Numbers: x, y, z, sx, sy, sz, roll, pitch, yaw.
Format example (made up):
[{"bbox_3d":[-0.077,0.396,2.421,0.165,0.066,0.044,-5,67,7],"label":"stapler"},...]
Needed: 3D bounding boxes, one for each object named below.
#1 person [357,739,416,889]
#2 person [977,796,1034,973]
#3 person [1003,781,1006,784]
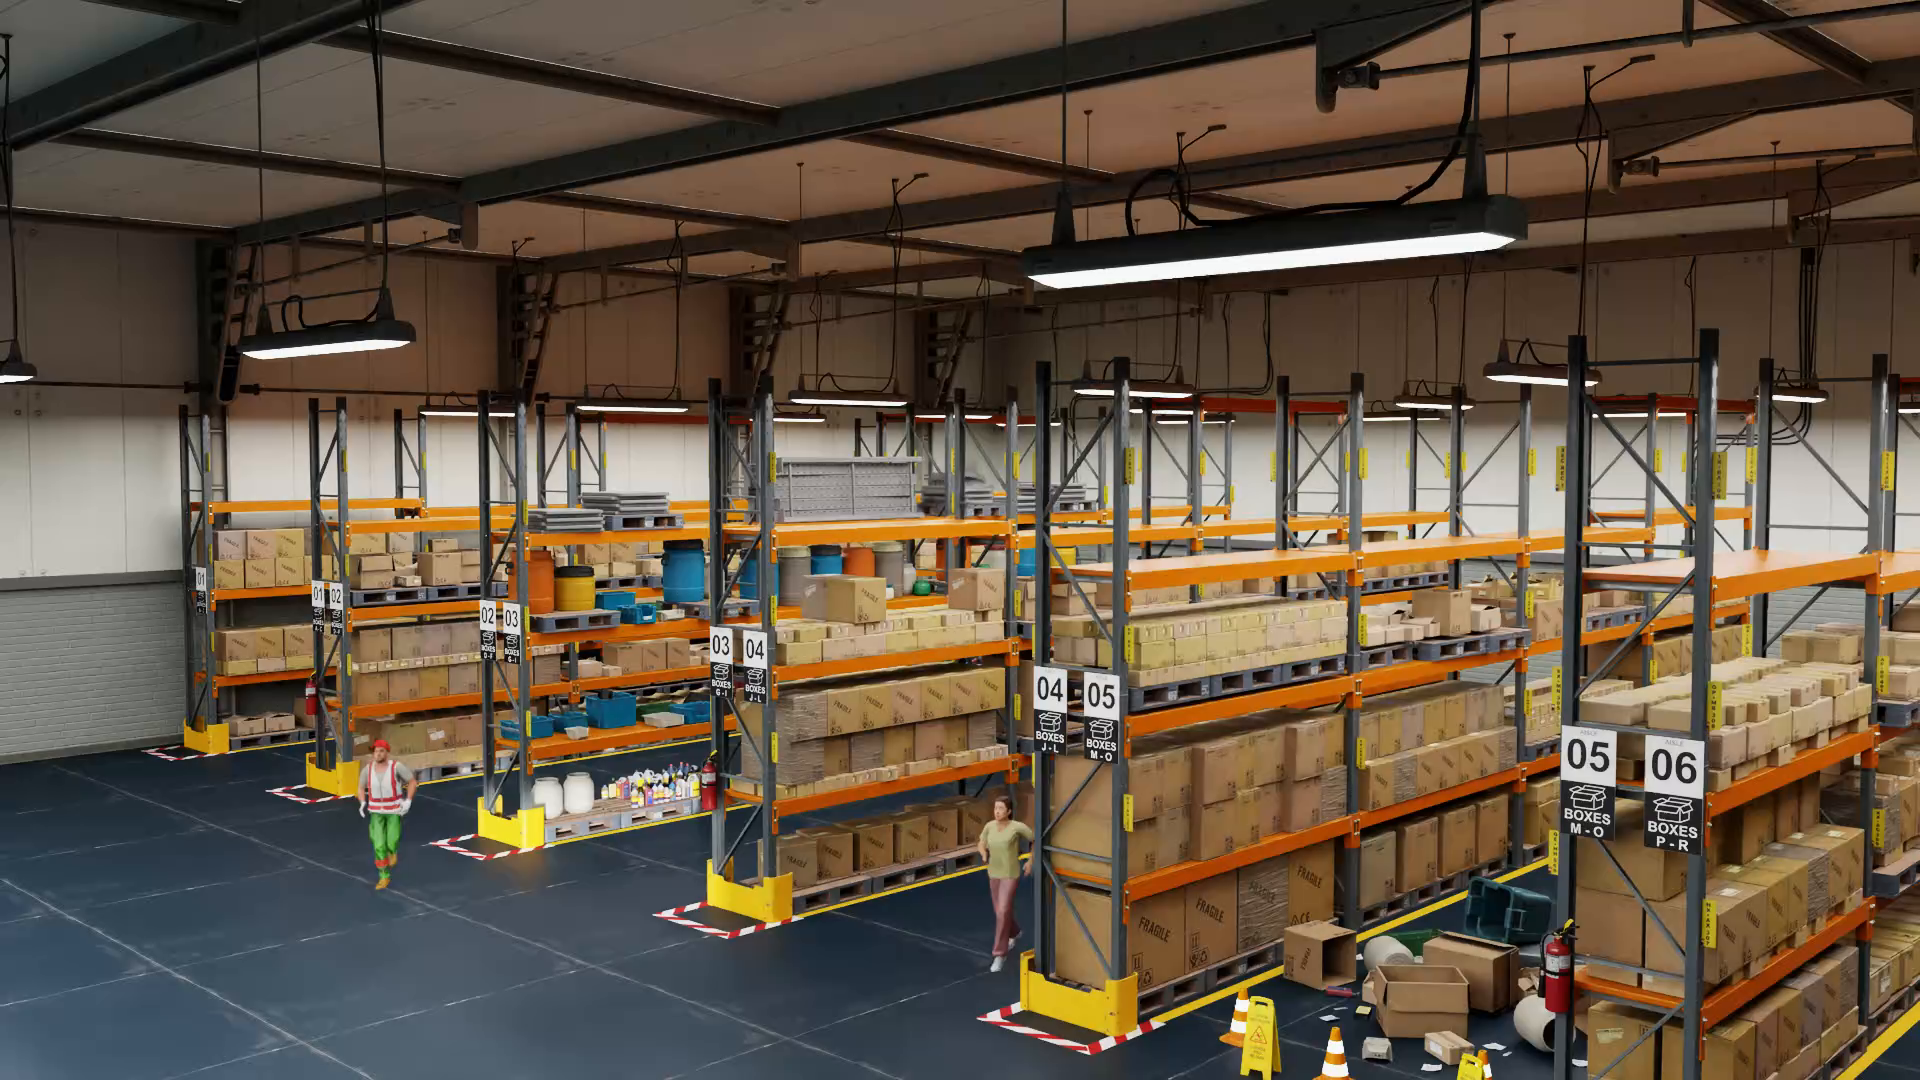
[{"bbox_3d":[-6.857,3.246,19.898,0.675,1.764,0.690,0,3,-6],"label":"person"},{"bbox_3d":[0.461,3.438,16.865,0.594,1.716,0.819,2,3,30],"label":"person"},{"bbox_3d":[0.998,2.926,25.980,0.671,1.707,0.913,3,4,42],"label":"person"}]
